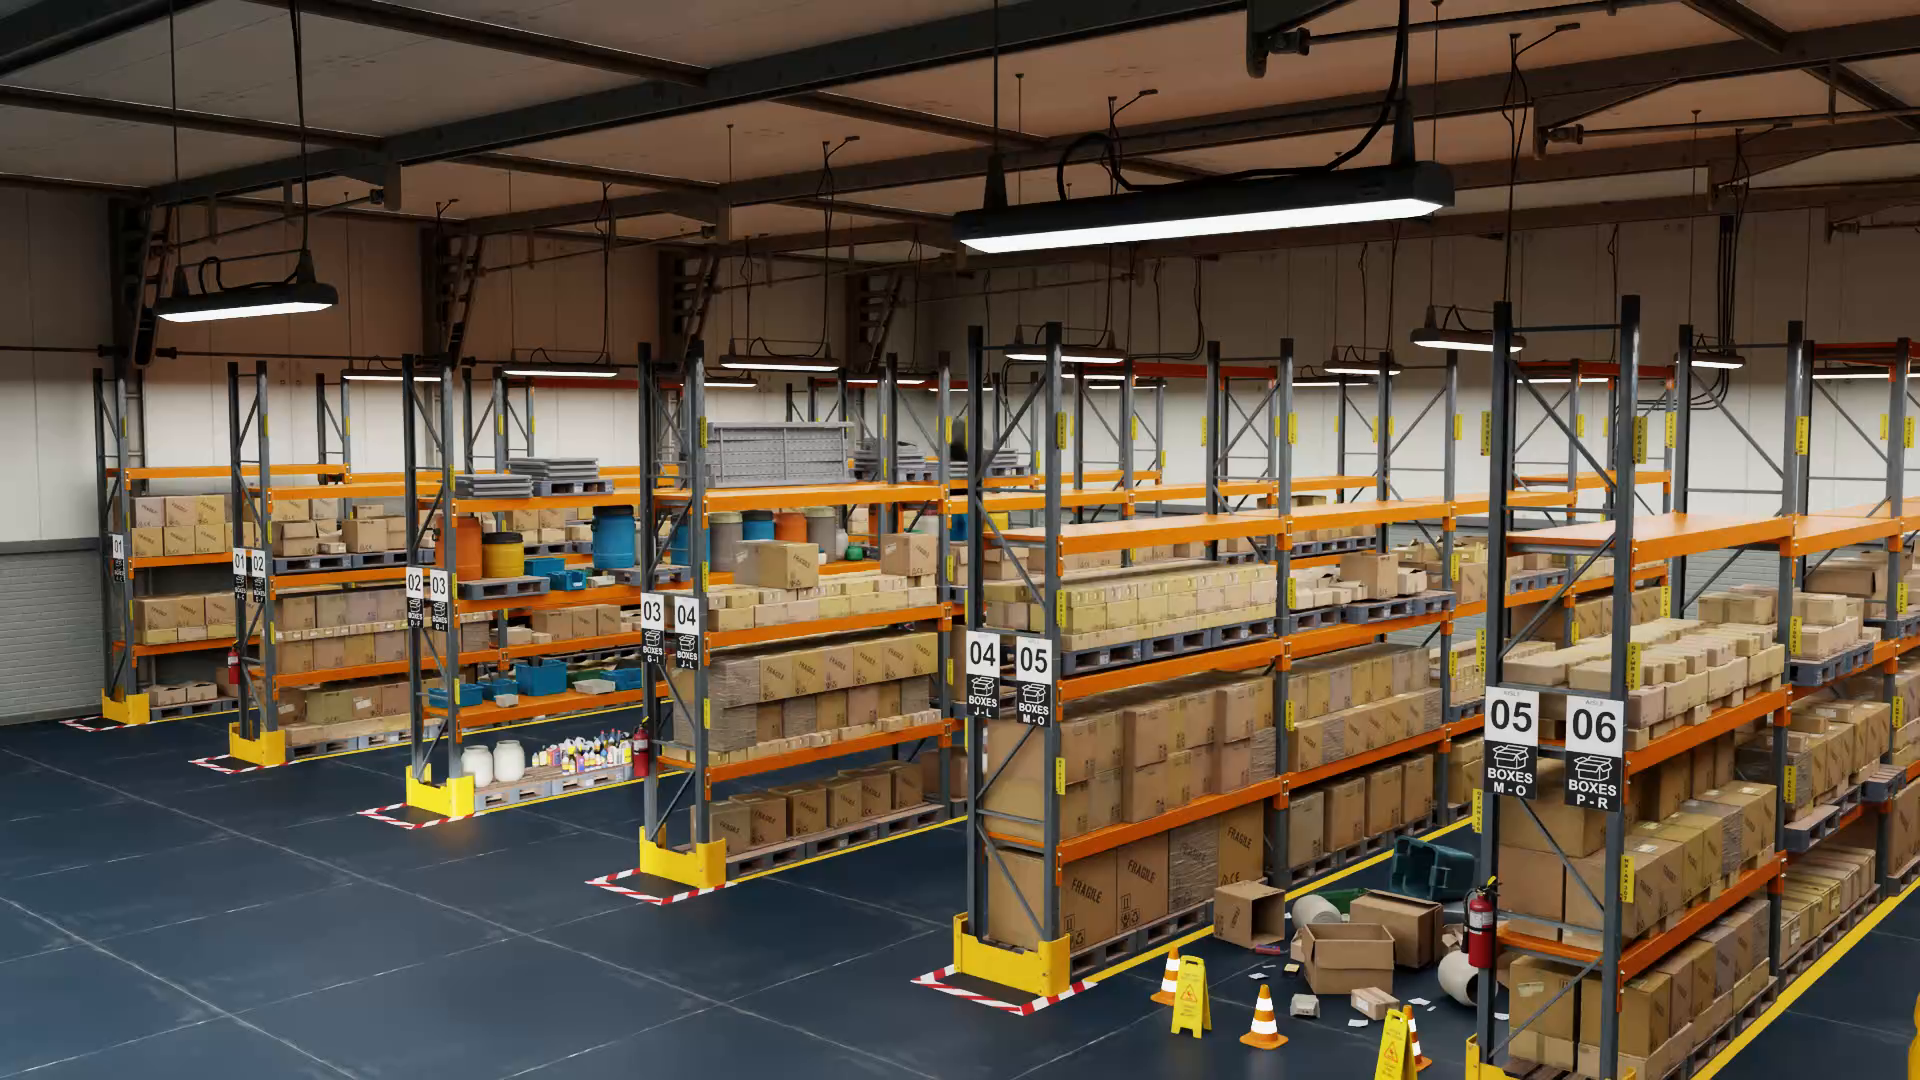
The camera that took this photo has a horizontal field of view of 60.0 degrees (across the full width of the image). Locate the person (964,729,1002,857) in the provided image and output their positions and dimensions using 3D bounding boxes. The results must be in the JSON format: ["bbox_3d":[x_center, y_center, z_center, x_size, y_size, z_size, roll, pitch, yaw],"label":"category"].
[{"bbox_3d":[0.349,2.946,19.151,0.601,1.601,1.002,0,4,4],"label":"person"}]
